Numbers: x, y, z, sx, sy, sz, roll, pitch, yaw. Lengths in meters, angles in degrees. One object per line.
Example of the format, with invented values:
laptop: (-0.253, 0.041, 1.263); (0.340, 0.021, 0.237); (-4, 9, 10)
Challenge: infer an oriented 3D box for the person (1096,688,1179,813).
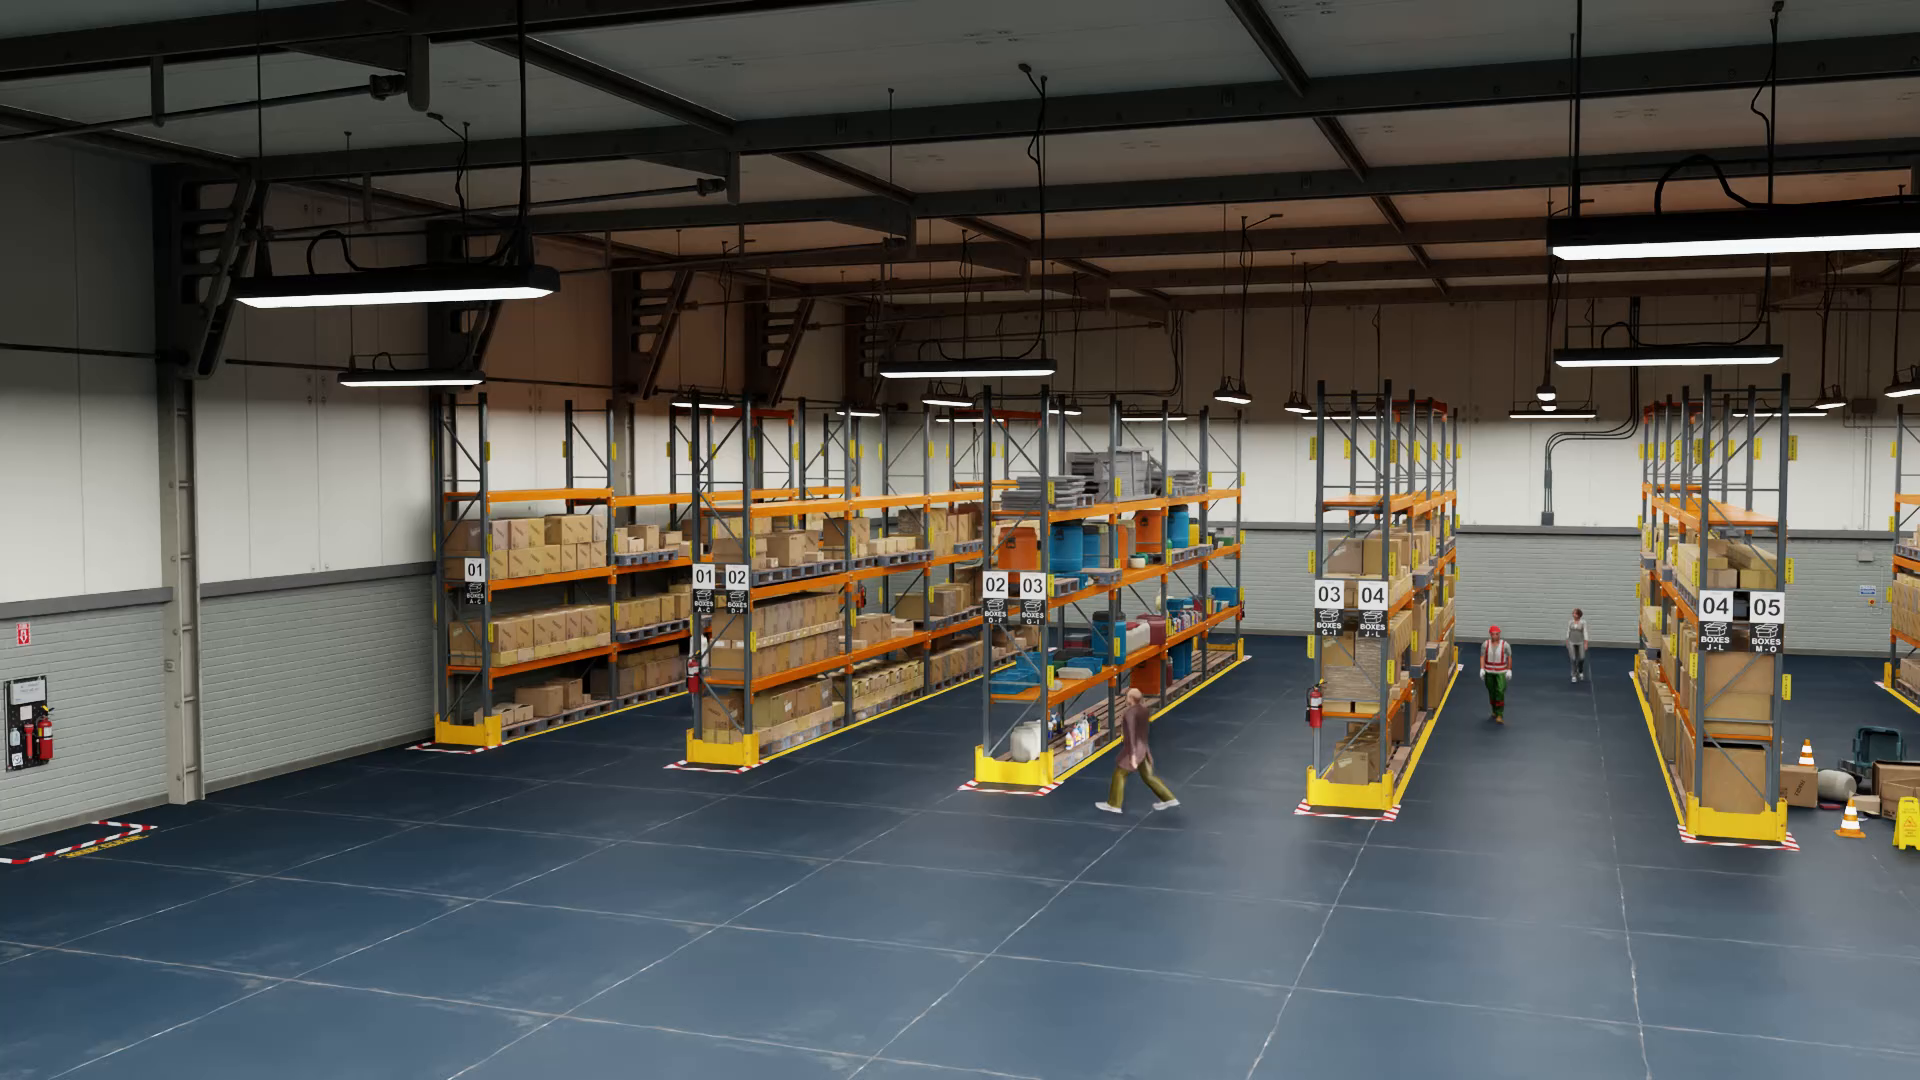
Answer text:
person: (2.437, 2.908, 22.895); (1.144, 1.732, 0.582); (1, 3, 25)

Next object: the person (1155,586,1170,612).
person: (5.079, 1.955, 41.793); (0.475, 1.604, 1.064); (1, 3, 23)

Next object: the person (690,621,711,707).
person: (-5.097, 2.426, 32.478); (0.519, 1.675, 0.436); (2, 4, 32)

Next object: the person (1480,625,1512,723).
person: (9.908, 2.458, 30.821); (0.544, 1.747, 0.902); (2, 4, 31)

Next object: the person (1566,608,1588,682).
person: (13.351, 2.276, 35.975); (0.440, 1.601, 0.414); (1, 3, 25)
